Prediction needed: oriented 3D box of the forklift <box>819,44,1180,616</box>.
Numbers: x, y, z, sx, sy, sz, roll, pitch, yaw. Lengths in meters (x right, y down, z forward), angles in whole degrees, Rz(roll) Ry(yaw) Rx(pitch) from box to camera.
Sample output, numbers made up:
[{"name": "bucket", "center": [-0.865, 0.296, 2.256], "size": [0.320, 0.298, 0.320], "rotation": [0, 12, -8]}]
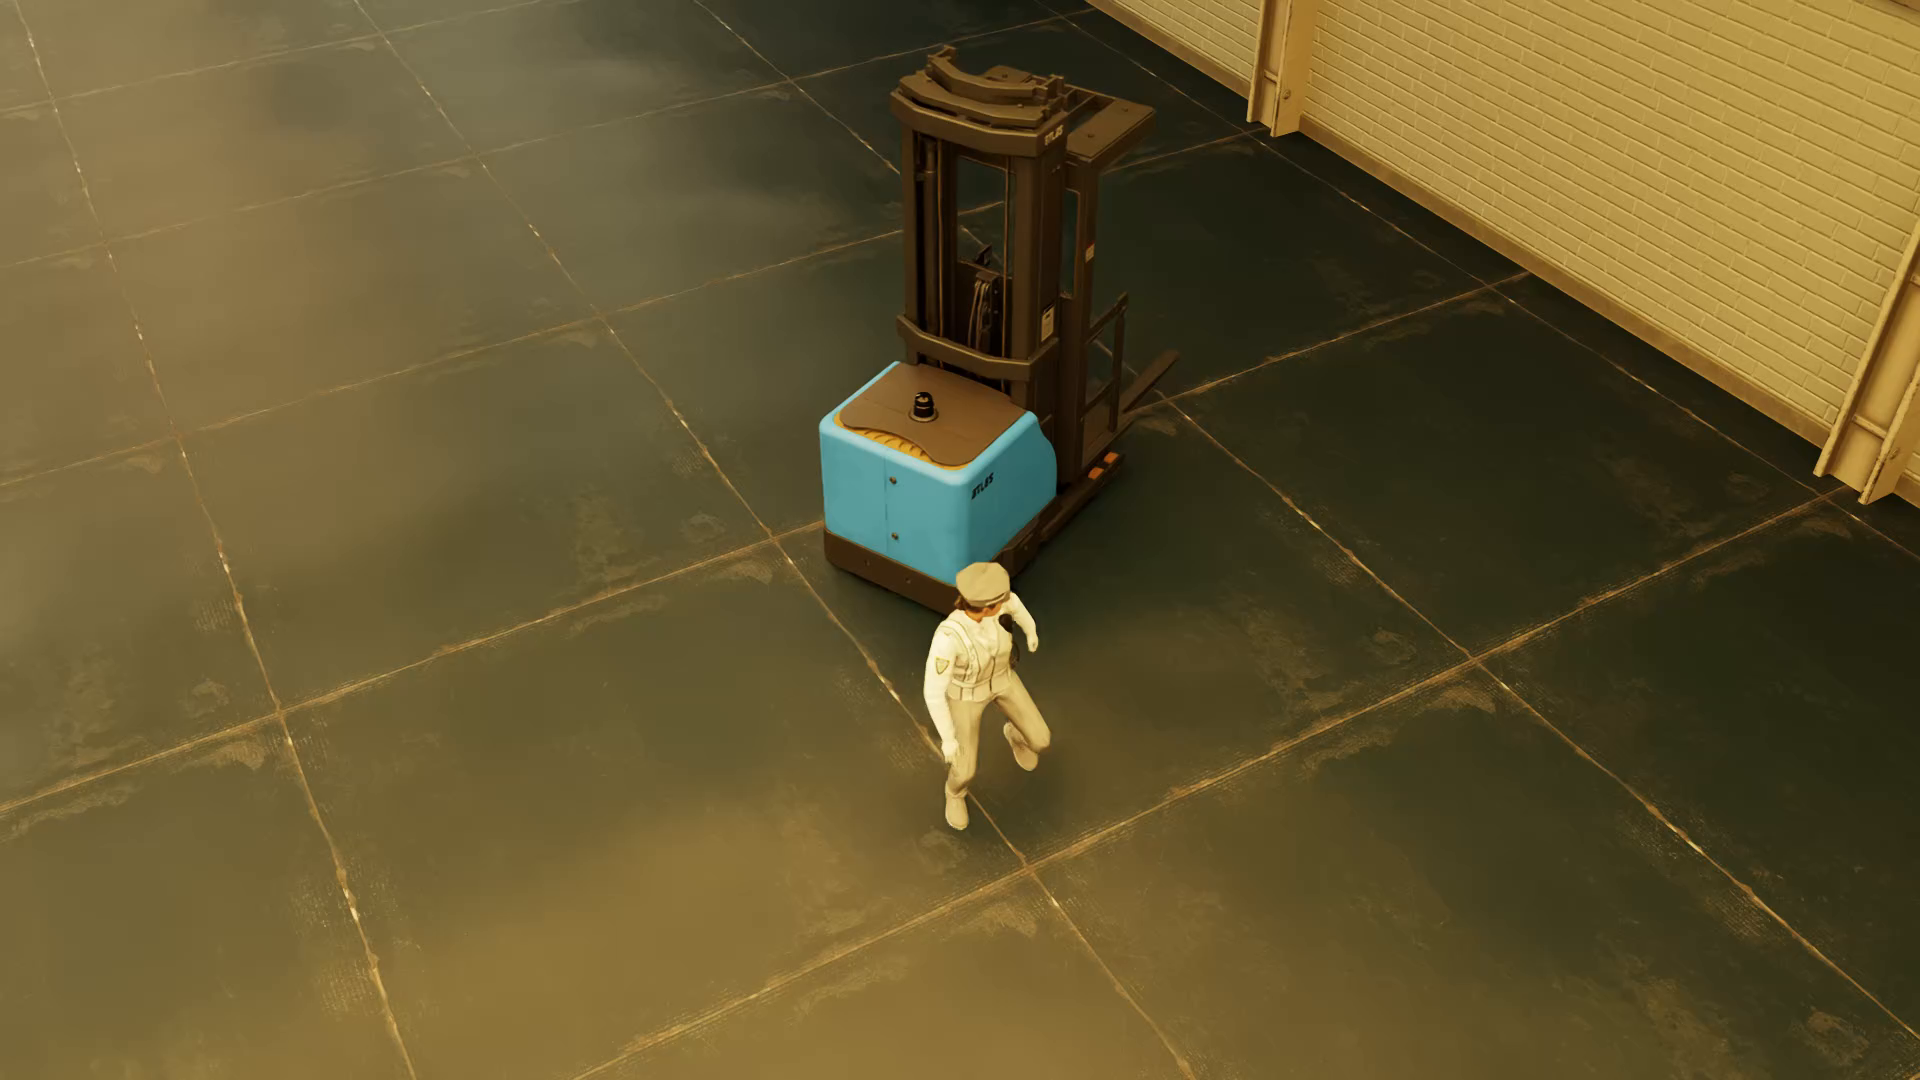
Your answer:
[{"name": "forklift", "center": [0.415, -1.585, 9.947], "size": [1.130, 2.935, 3.031], "rotation": [23, 45, 25]}]

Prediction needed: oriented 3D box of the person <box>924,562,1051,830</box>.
[{"name": "person", "center": [0.140, 0.744, 8.234], "size": [0.789, 1.560, 0.526], "rotation": [-20, 44, -22]}]
